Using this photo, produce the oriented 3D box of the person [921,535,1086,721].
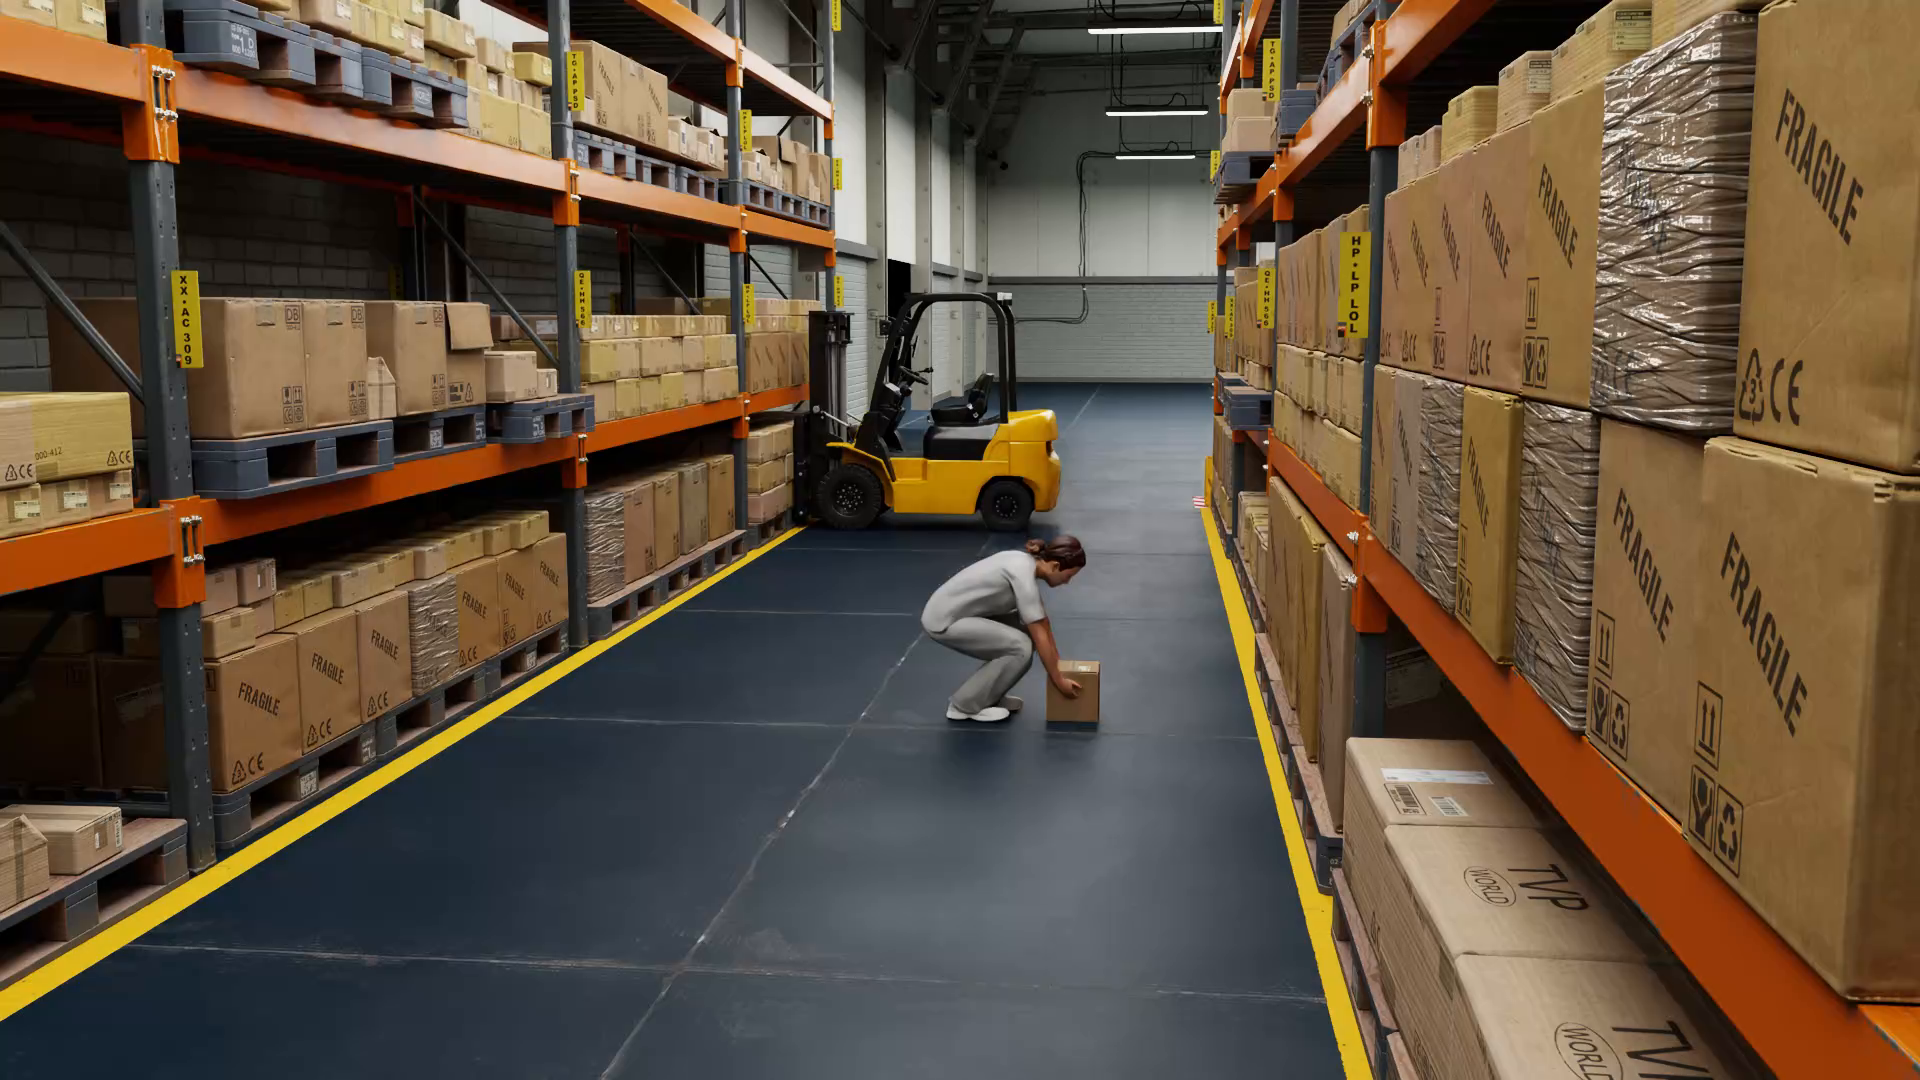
[{"bbox_3d":[0.215,0.419,8.143,0.797,0.892,0.485,1,8,6],"label":"person"}]
